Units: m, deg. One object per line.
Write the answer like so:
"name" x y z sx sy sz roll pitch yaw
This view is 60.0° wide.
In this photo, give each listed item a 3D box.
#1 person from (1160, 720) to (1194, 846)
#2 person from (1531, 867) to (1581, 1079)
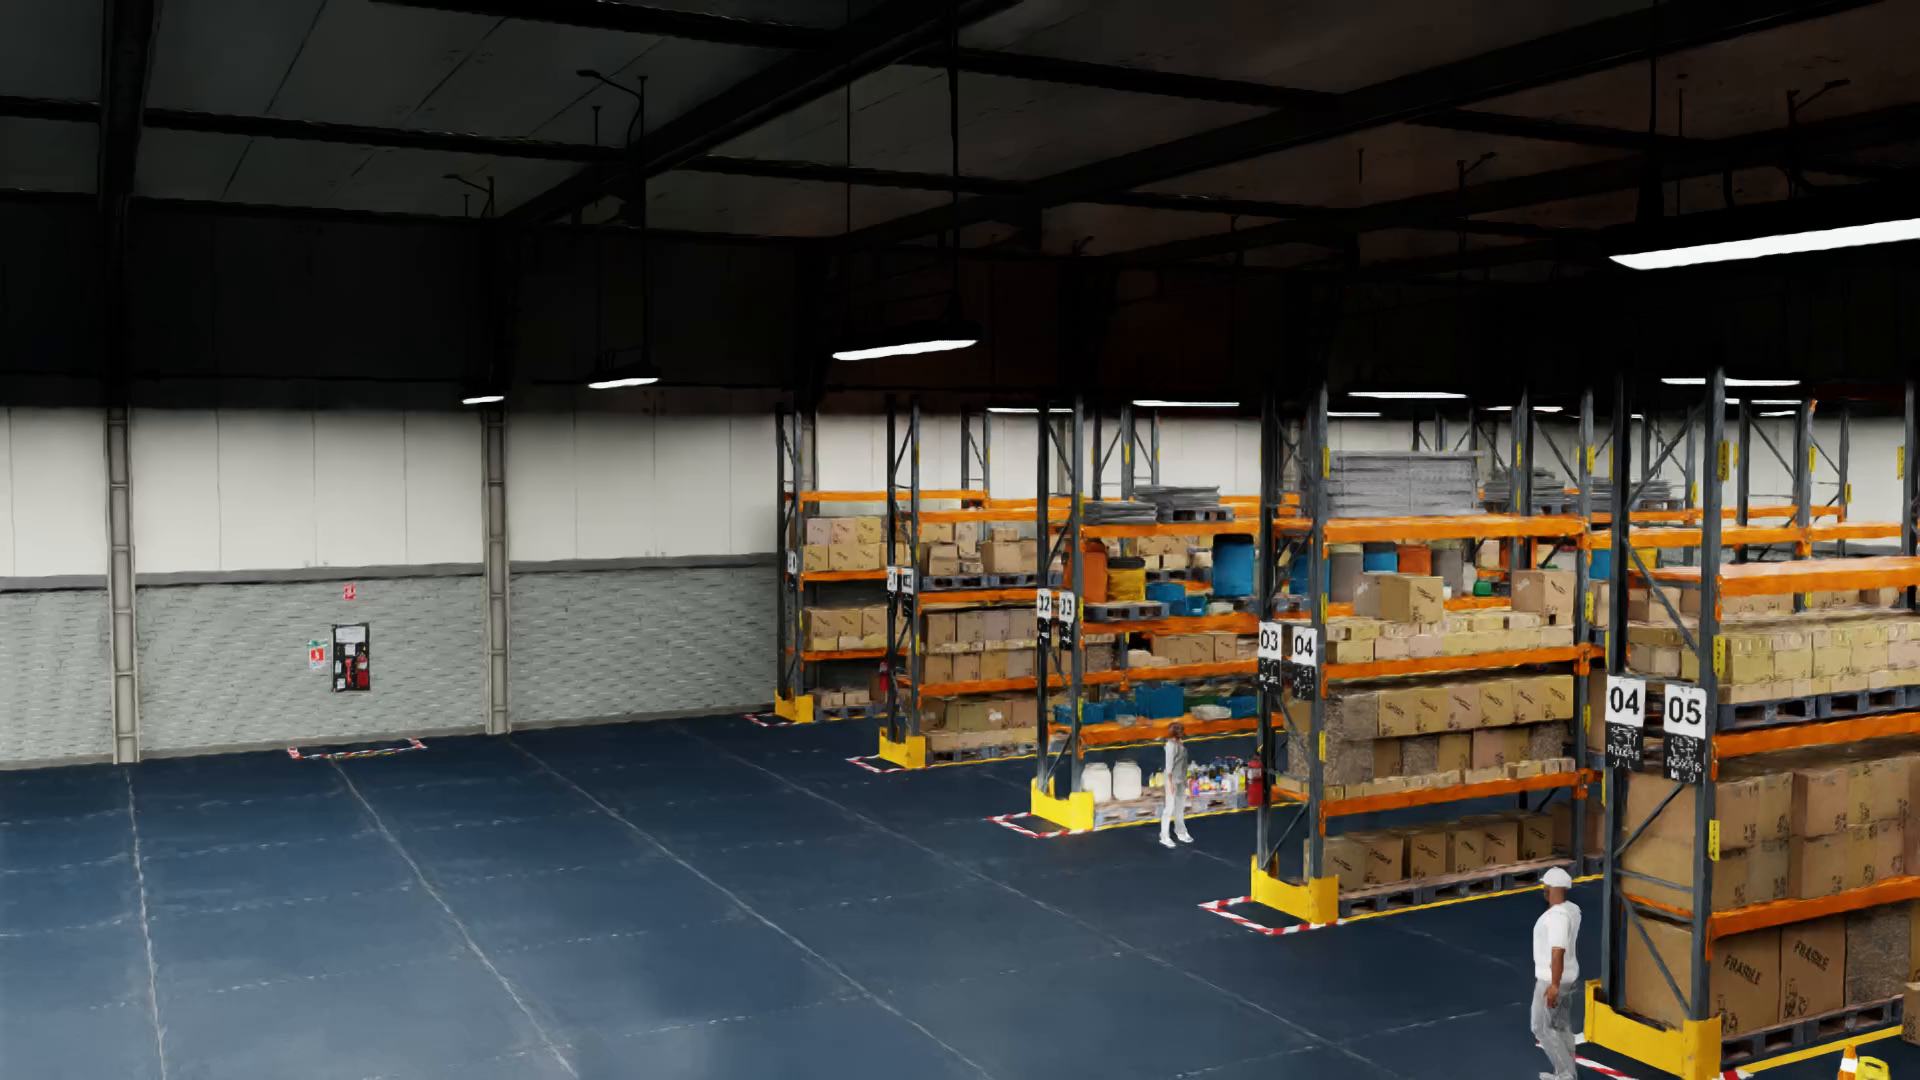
"person" 2.814 3.134 21.520 0.399 1.602 0.469 2 4 31
"person" 4.794 3.517 13.342 0.383 1.759 0.652 2 4 31
